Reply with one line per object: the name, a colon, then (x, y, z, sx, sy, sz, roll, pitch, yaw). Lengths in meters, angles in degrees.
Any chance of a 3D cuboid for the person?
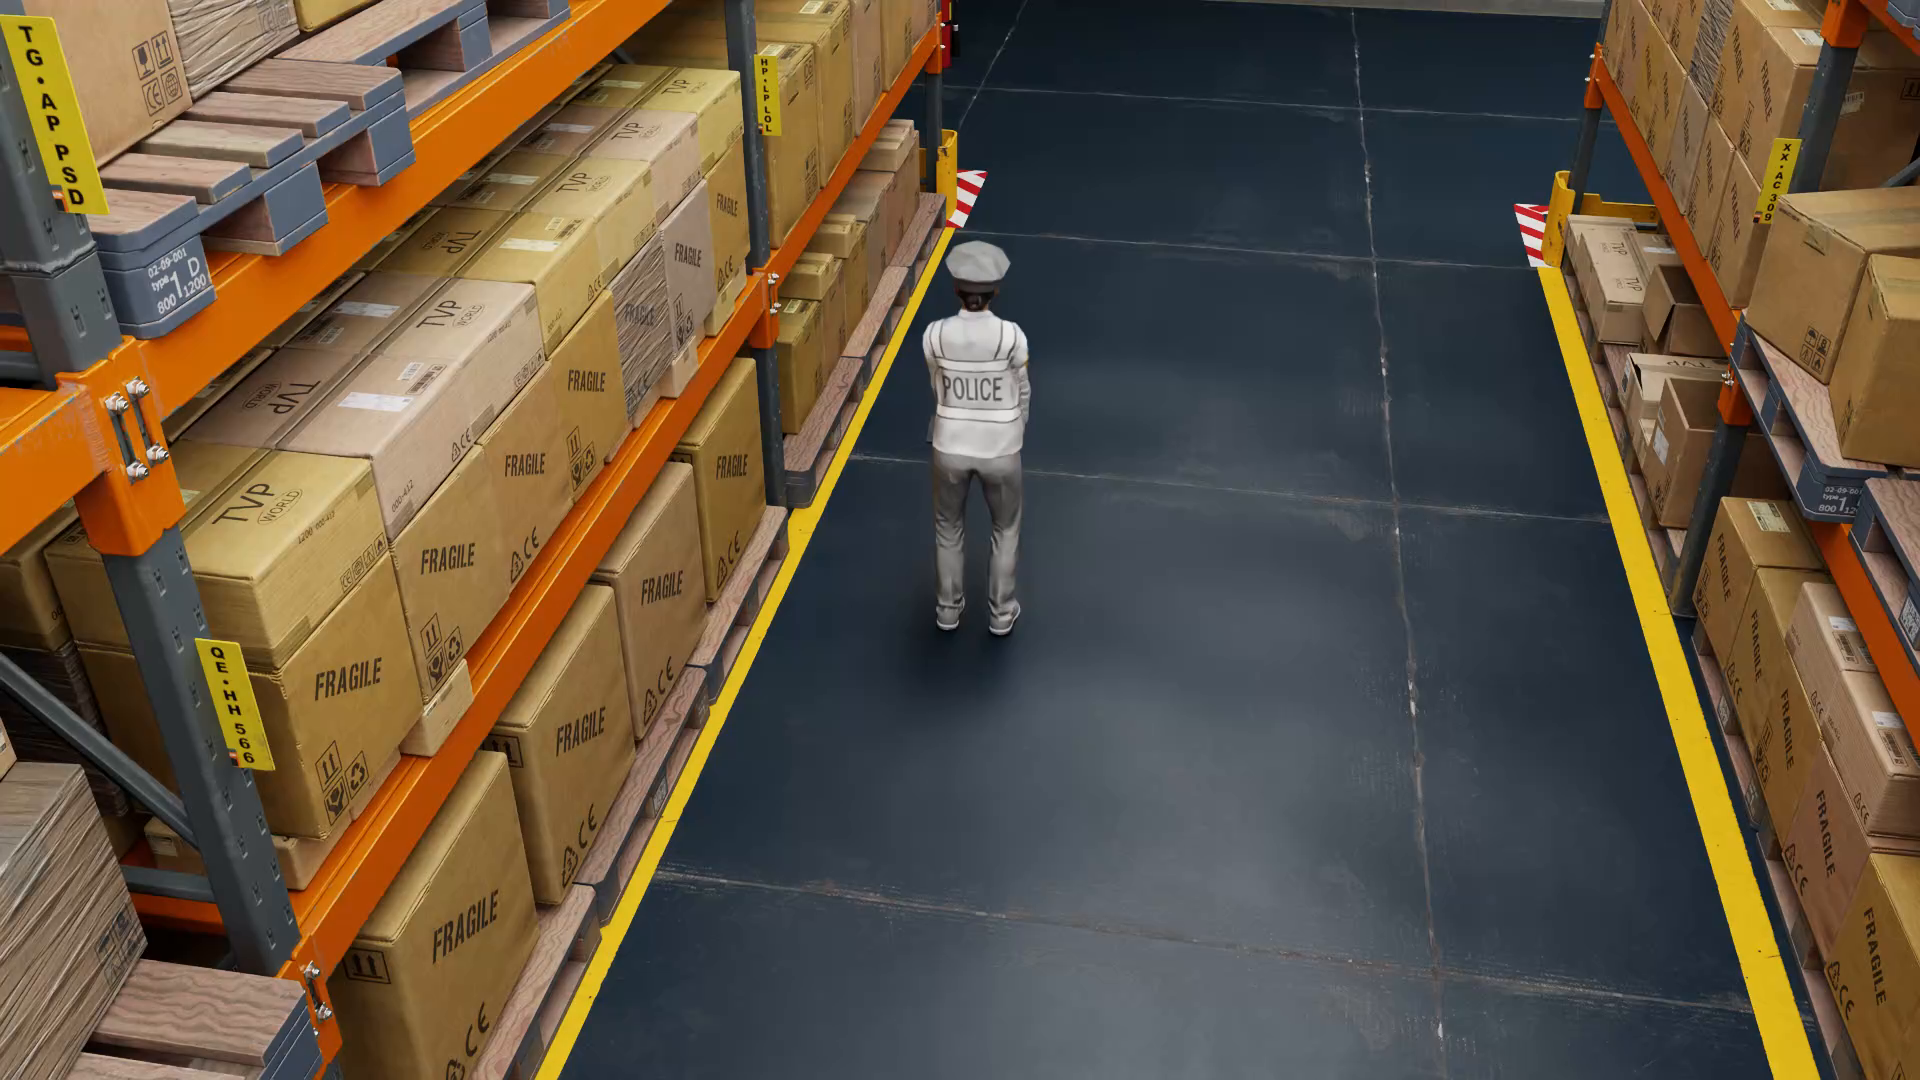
person: (0.068, -0.403, 6.778, 0.417, 1.663, 0.544, 4, 33, 7)
